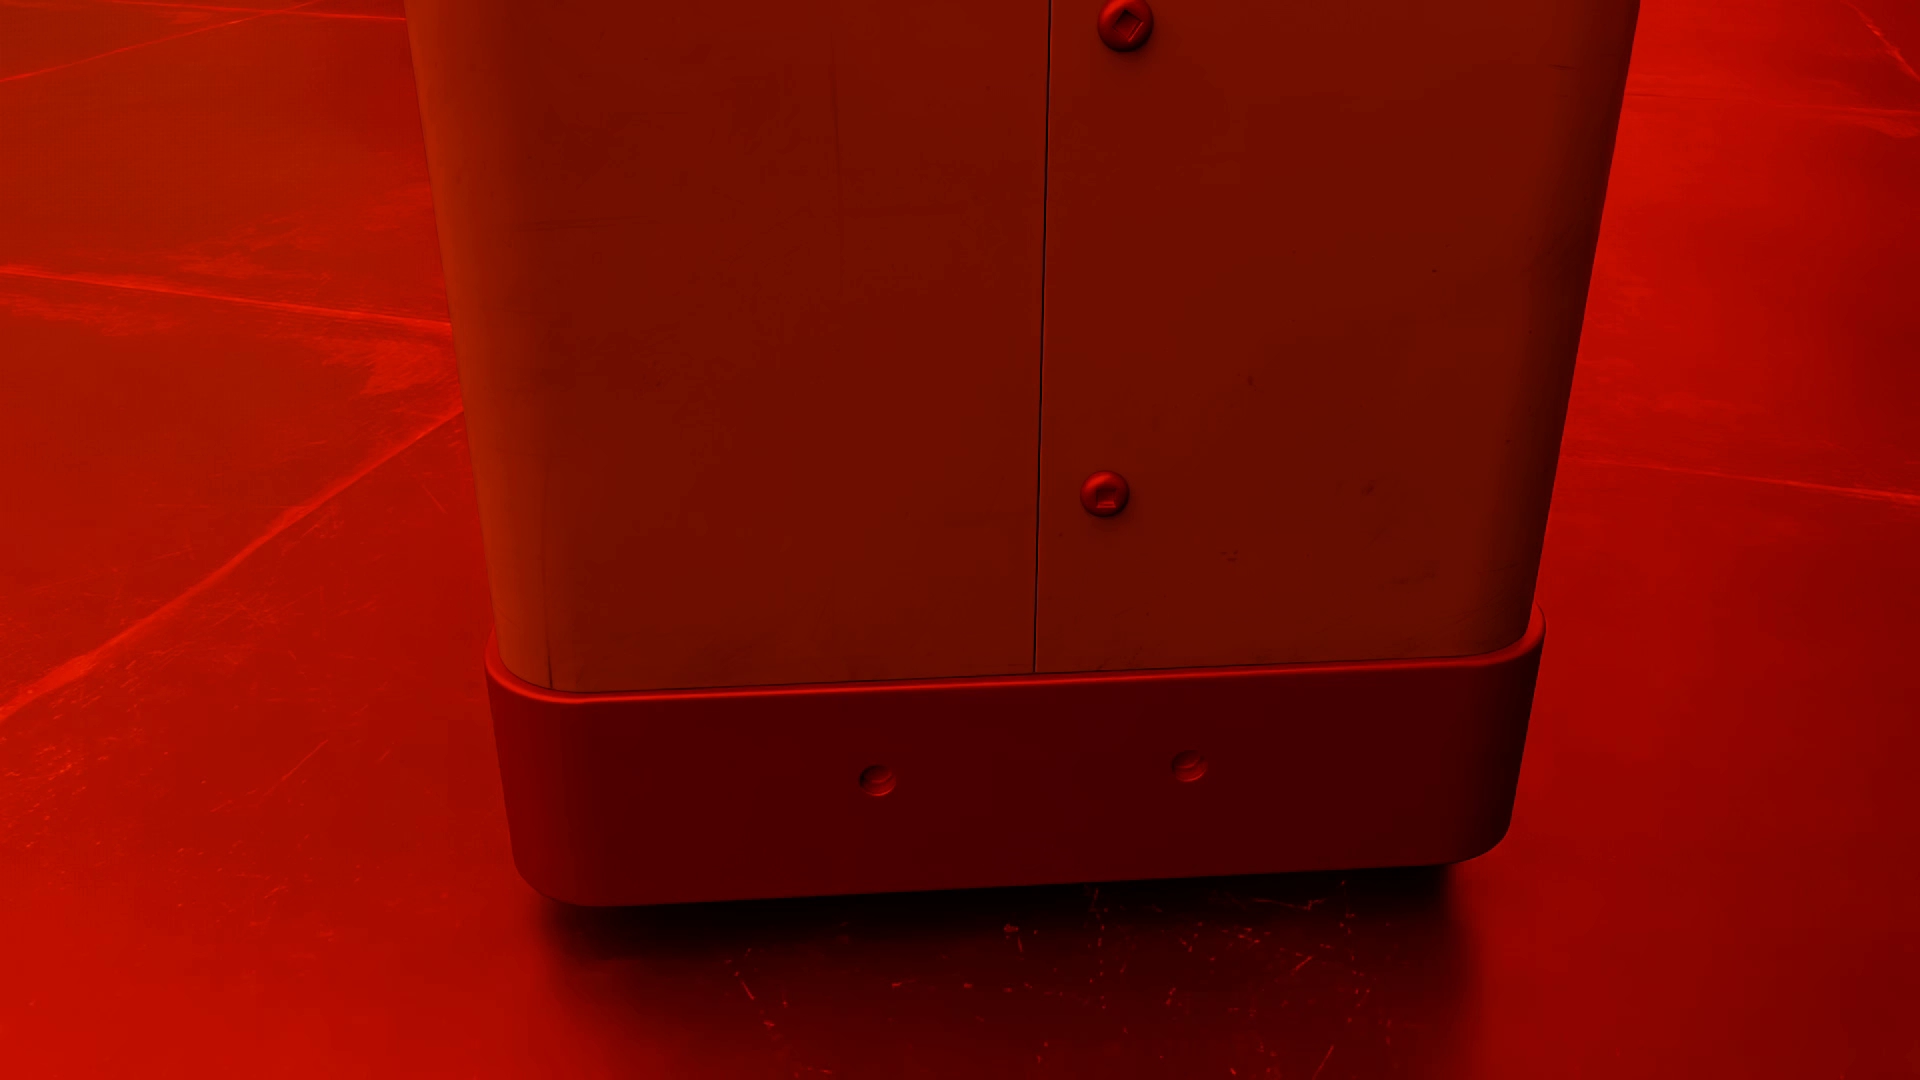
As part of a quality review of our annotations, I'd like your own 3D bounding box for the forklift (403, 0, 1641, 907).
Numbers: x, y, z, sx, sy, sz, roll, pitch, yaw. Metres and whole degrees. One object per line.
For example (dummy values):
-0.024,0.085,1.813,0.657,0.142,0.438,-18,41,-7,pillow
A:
-0.048,-1.581,2.374,1.130,2.935,3.031,-2,27,-4,forklift
